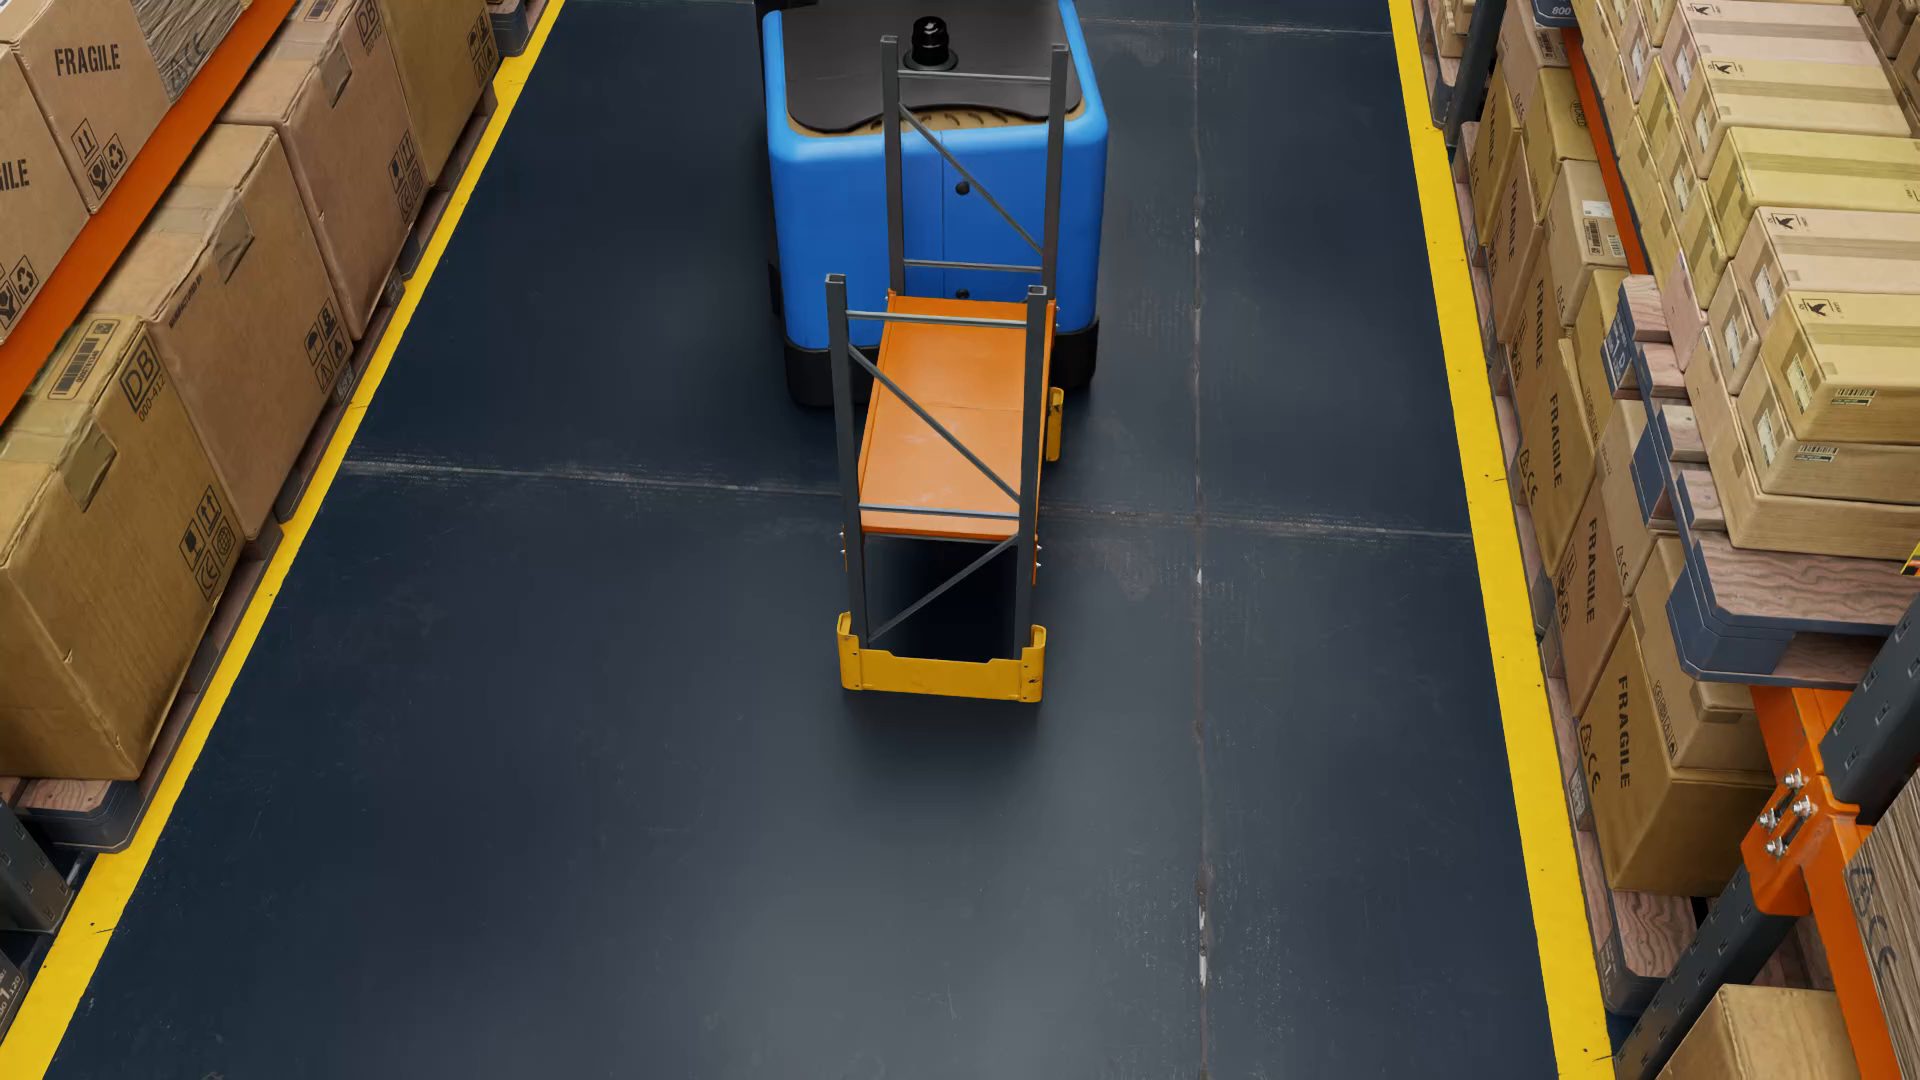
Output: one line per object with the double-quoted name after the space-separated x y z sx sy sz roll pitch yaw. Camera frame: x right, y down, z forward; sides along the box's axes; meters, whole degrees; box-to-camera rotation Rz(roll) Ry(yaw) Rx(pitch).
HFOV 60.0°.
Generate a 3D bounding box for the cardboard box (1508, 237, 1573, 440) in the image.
2.045 -0.595 5.171 0.500 0.500 0.500 5 48 4 "cardboard box"

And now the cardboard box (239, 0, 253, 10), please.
-2.336 -1.929 4.914 0.500 0.500 0.500 3 48 3 "cardboard box"

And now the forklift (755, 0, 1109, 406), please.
-0.207 -2.533 5.580 1.130 2.935 3.031 -4 48 -4 "forklift"

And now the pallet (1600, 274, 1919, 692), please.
2.052 -0.124 3.461 1.213 0.211 1.003 4 48 4 "pallet"

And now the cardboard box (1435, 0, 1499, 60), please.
2.154 -2.088 6.774 0.380 0.149 0.250 4 48 4 "cardboard box"

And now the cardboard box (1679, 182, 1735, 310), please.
1.729 -0.599 3.449 0.380 0.149 0.250 5 48 4 "cardboard box"

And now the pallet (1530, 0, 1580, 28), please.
2.243 -1.981 5.159 1.003 0.211 1.213 4 48 4 "pallet"

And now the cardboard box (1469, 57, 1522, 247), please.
2.126 -1.370 5.880 0.500 0.500 0.500 6 48 5 "cardboard box"

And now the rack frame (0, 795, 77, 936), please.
-2.837 -0.066 3.277 1.000 3.000 0.127 4 48 4 "rack frame"

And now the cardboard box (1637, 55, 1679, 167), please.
1.777 -0.965 3.784 0.380 0.149 0.250 4 48 3 "cardboard box"

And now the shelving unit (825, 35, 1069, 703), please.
-0.007 -0.450 4.645 0.587 1.500 1.083 4 48 4 "shelving unit"

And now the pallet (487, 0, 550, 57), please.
-2.325 -2.617 7.501 1.003 0.211 1.213 4 48 4 "pallet"

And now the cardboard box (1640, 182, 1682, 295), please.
1.754 -0.663 3.709 0.380 0.149 0.250 3 48 3 "cardboard box"

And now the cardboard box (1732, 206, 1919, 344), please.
1.706 -0.491 3.149 0.380 0.149 0.250 3 48 3 "cardboard box"

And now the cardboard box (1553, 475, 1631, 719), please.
1.944 0.162 4.479 0.500 0.500 0.500 6 48 5 "cardboard box"

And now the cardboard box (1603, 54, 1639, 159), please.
1.802 -1.050 4.064 0.380 0.149 0.250 5 48 5 "cardboard box"

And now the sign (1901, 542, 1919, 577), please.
1.552 -0.051 2.533 0.100 0.325 0.005 4 48 4 "sign"

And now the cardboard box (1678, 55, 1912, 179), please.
1.751 -0.880 3.504 0.380 0.149 0.250 5 48 5 "cardboard box"

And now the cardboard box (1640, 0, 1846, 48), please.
1.801 -1.257 3.849 0.380 0.149 0.250 6 48 5 "cardboard box"

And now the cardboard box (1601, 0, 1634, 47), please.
1.823 -1.347 4.133 0.380 0.149 0.250 3 48 3 "cardboard box"

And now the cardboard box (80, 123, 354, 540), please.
-2.665 -0.651 4.968 1.225 0.875 0.875 4 48 4 "cardboard box"

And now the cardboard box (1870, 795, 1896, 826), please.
2.411 0.541 4.131 0.500 0.500 0.500 2 48 2 "cardboard box"

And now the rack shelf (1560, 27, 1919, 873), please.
2.275 -0.885 4.514 1.077 0.370 4.000 4 48 4 "rack shelf"

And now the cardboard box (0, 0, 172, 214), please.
-2.434 -1.194 4.242 0.500 0.500 0.500 3 48 3 "cardboard box"

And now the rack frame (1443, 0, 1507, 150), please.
2.458 -2.597 5.593 1.000 3.000 0.127 4 48 4 "rack frame"

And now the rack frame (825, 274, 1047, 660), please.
-0.054 -0.070 4.298 0.500 1.500 0.032 4 48 4 "rack frame"

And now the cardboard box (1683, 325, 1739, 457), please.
1.705 -0.291 3.369 0.380 0.149 0.250 4 48 3 "cardboard box"

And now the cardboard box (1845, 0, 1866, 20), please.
2.503 -1.391 4.376 0.380 0.149 0.250 6 48 5 "cardboard box"

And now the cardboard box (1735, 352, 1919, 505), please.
1.685 -0.209 3.092 0.380 0.149 0.250 5 48 4 "cardboard box"

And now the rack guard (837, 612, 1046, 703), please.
-0.052 0.338 4.772 0.587 0.250 0.087 4 48 4 "rack guard"

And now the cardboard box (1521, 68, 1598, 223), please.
2.081 -1.232 5.245 0.500 0.250 0.500 5 48 5 "cardboard box"

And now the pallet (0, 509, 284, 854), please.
-2.690 0.301 4.832 1.003 0.211 1.213 4 48 4 "pallet"

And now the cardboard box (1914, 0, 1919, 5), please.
2.473 -1.391 3.972 0.380 0.149 0.250 3 48 3 "cardboard box"

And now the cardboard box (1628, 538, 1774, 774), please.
1.894 0.271 3.871 0.500 0.250 0.500 3 48 3 "cardboard box"

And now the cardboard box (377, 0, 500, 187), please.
-2.511 -1.958 6.163 1.225 0.875 0.875 4 48 4 "cardboard box"

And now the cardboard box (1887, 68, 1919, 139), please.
2.454 -1.004 4.022 0.380 0.149 0.250 4 48 4 "cardboard box"

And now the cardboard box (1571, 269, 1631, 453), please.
1.991 -0.474 4.552 0.500 0.250 0.500 5 48 4 "cardboard box"

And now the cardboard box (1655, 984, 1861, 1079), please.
1.948 1.401 3.176 1.050 0.750 0.750 3 48 3 "cardboard box"

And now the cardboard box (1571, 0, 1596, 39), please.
1.850 -1.436 4.416 0.380 0.149 0.250 3 48 3 "cardboard box"

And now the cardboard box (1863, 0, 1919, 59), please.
2.474 -1.302 4.092 0.380 0.149 0.250 5 48 5 "cardboard box"

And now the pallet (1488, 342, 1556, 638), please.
2.279 -0.185 5.276 1.003 0.211 1.213 4 48 4 "pallet"

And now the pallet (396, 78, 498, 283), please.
-2.468 -1.492 6.471 1.003 0.211 1.213 4 48 4 "pallet"
